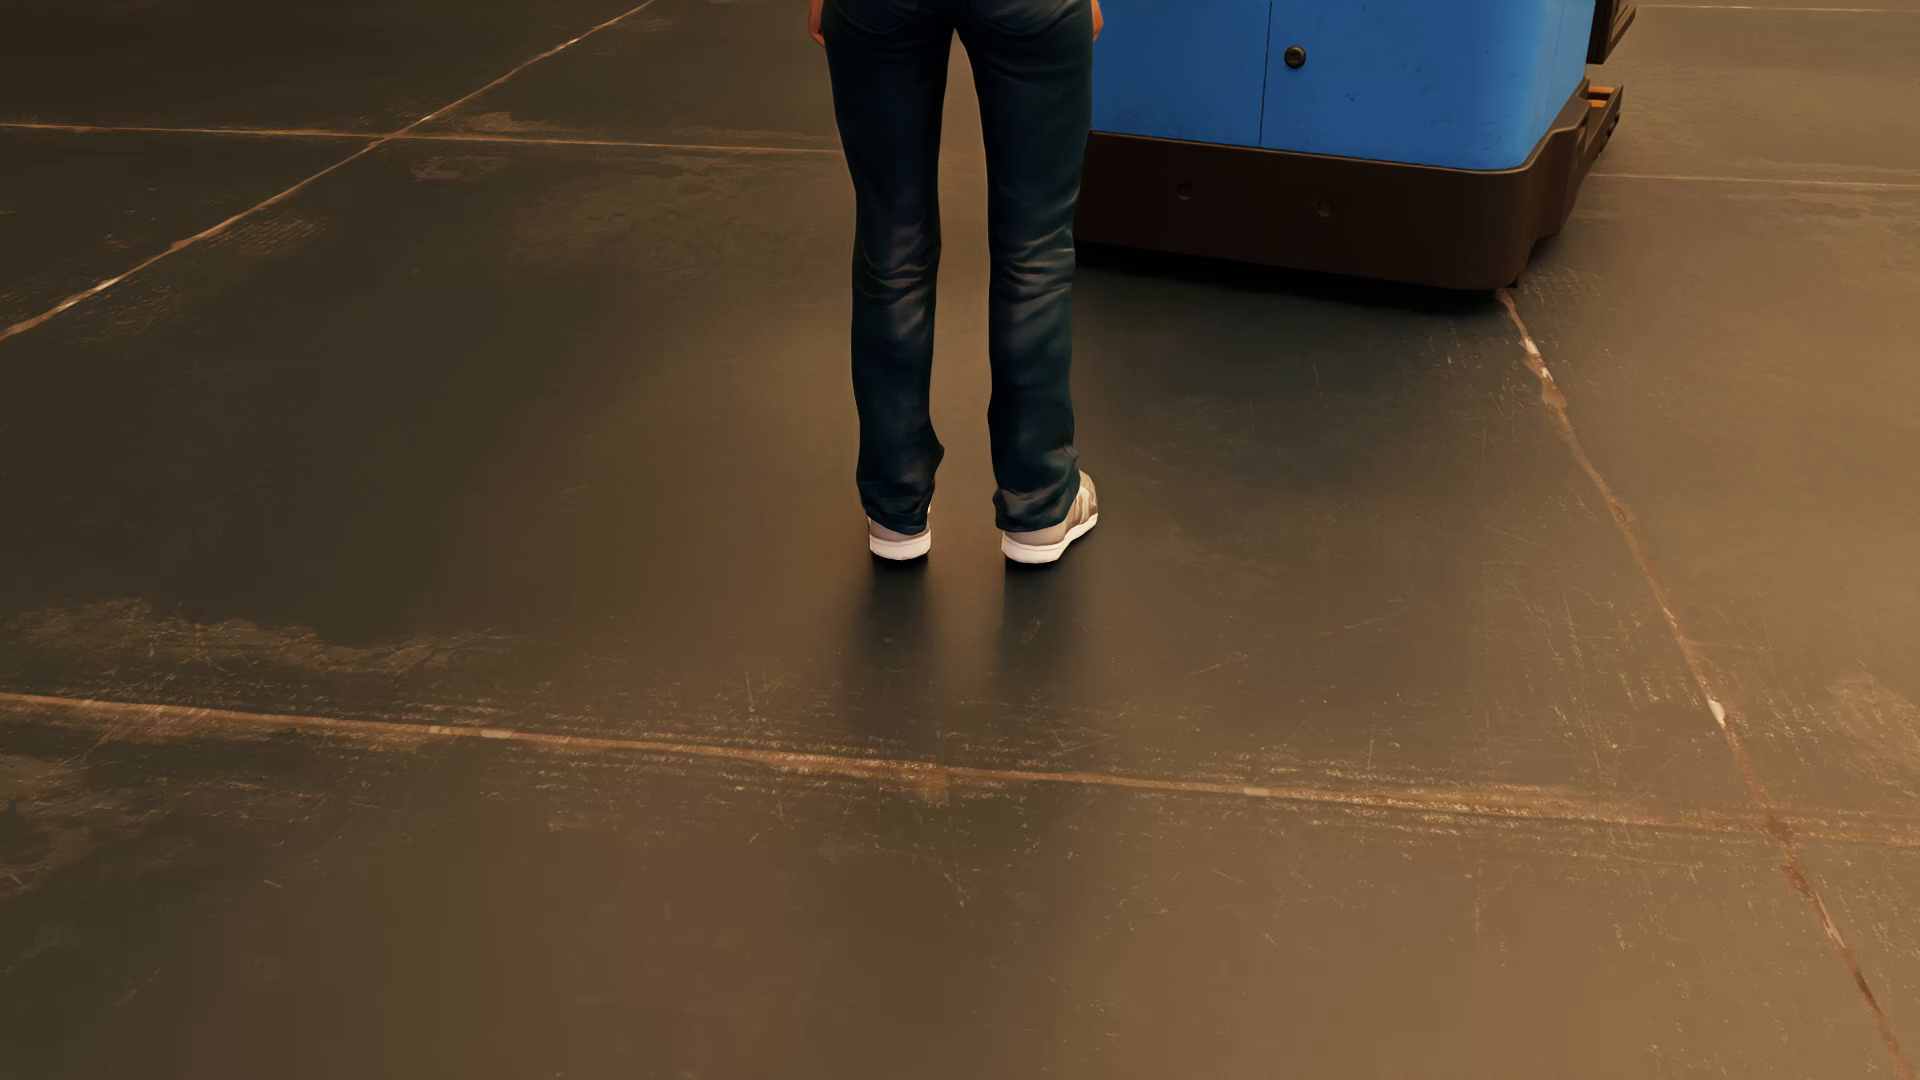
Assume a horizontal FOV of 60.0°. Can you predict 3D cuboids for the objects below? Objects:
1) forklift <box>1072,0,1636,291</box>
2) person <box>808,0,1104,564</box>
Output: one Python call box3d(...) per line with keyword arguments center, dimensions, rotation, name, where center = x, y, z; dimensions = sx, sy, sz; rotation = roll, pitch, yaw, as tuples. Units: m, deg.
box3d(center=(1.255, -2.443, 4.114), dimensions=(1.130, 2.935, 3.031), rotation=(12, 29, 22), name="forklift")
box3d(center=(-0.003, -0.716, 2.144), dimensions=(0.409, 1.602, 0.327), rotation=(3, 27, 7), name="person")
